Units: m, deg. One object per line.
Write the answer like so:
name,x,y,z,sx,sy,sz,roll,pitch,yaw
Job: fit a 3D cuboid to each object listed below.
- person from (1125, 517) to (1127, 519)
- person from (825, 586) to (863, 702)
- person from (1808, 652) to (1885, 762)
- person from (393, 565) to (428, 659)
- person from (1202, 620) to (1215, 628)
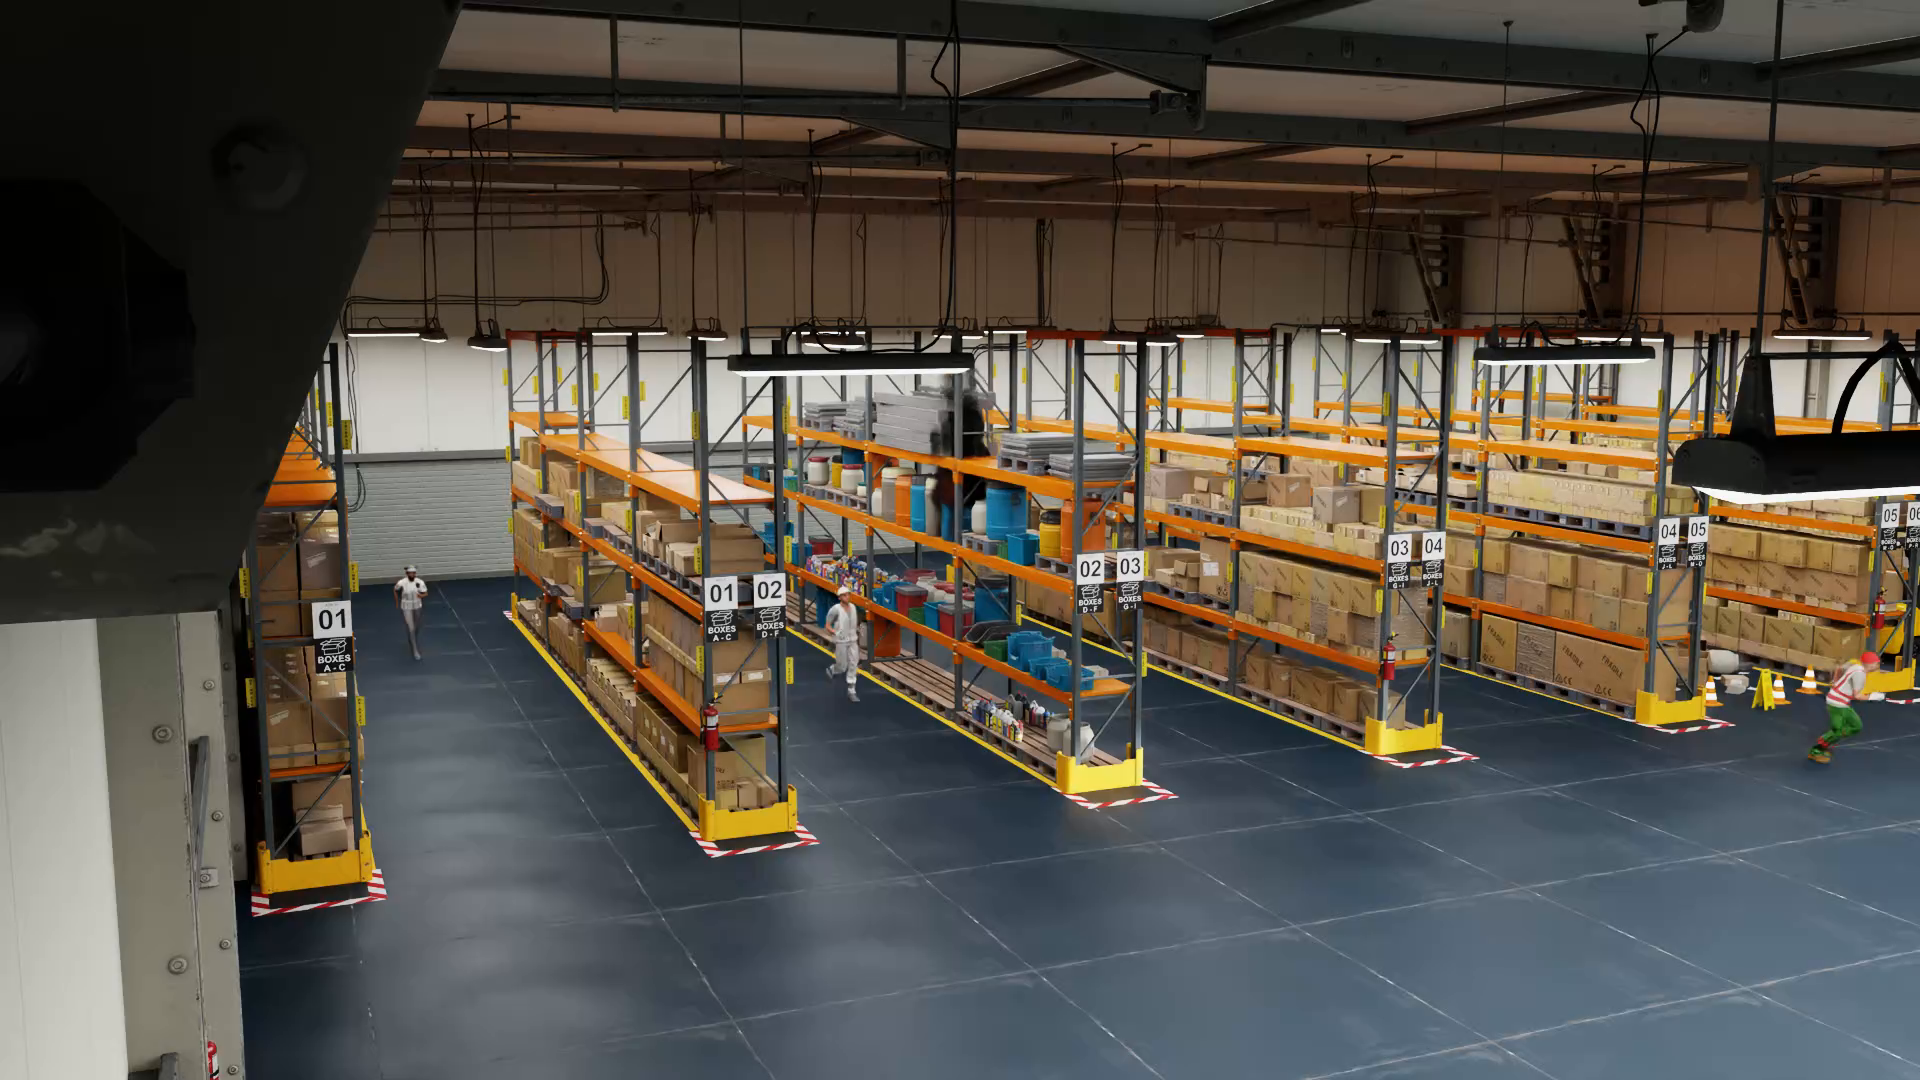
person,3.728,0.276,38.241,0.669,1.733,0.760,-4,9,-27
person,-1.821,1.612,26.196,0.657,1.786,0.863,-5,9,-35
person,12.521,2.346,23.478,0.895,1.608,0.701,4,9,24
person,-10.155,1.290,30.807,0.559,1.716,0.903,-5,9,-33
person,4.806,1.196,31.896,0.560,1.558,0.732,-3,8,-21
